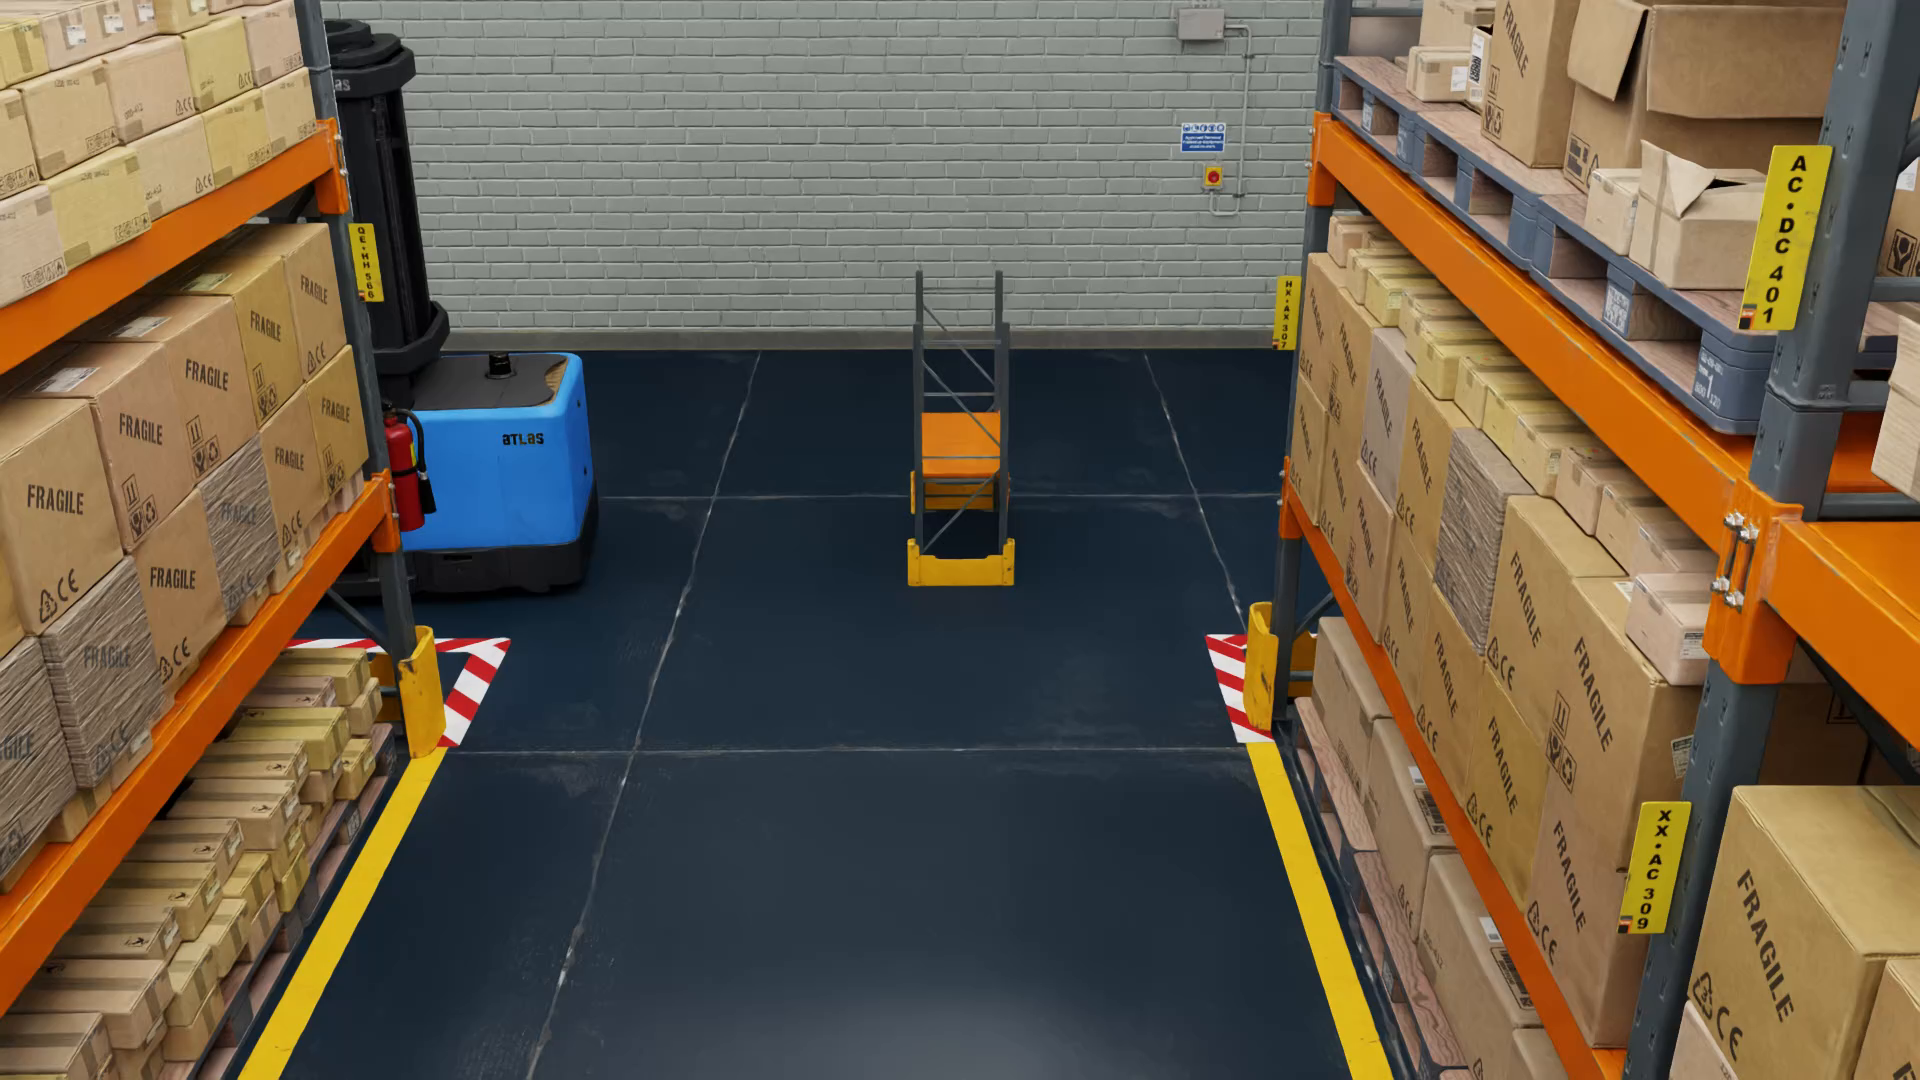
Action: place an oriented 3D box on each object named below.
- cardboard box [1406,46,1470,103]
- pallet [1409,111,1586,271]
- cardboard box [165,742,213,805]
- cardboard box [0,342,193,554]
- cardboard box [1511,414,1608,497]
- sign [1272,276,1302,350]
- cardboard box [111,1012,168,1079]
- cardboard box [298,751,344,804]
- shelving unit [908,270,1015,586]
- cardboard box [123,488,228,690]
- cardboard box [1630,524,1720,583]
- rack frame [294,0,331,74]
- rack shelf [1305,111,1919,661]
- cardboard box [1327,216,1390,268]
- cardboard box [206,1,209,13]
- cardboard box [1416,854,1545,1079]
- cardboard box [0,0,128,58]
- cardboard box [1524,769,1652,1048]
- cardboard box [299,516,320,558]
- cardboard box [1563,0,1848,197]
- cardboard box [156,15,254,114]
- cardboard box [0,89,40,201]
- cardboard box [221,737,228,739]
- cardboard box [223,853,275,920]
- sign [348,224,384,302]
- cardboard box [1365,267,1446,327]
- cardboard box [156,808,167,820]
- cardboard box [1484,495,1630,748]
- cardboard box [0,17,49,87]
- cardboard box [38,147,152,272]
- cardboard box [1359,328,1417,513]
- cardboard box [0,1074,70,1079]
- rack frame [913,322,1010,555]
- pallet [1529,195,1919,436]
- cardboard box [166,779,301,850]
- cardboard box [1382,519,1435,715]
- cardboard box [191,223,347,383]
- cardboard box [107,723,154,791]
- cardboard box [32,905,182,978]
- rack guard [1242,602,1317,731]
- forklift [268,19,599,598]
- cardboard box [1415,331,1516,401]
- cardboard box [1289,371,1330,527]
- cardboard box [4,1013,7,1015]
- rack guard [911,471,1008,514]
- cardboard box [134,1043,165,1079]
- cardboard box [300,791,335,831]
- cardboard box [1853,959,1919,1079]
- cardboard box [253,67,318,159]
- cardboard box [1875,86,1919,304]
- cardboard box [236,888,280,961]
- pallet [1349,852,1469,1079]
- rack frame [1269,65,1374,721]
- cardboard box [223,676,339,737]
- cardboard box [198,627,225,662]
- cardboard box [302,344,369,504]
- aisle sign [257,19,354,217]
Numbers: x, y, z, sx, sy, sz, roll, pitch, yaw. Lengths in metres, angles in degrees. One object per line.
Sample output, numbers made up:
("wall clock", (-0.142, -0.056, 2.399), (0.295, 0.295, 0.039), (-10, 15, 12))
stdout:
("cardboard box", (1.733, -1.578, 5.632), (0.380, 0.149, 0.250), (1, 24, 1))
("pallet", (1.986, -1.054, 4.909), (1.003, 0.211, 1.213), (0, 24, -1))
("cardboard box", (-3.210, 0.929, 6.645), (0.380, 0.149, 0.250), (0, 24, 0))
("cardboard box", (-2.714, -0.282, 5.038), (0.500, 0.500, 0.500), (-1, 24, -2))
("cardboard box", (1.727, -0.231, 4.499), (0.380, 0.149, 0.250), (0, 24, -1))
("sign", (1.396, -0.968, 7.104), (0.100, 0.325, 0.005), (0, 24, -1))
("cardboard box", (-2.748, 1.567, 5.235), (0.380, 0.149, 0.250), (1, 24, 2))
("cardboard box", (-2.699, 0.928, 6.646), (0.380, 0.149, 0.250), (-1, 24, -3))
("shelving unit", (0.001, -0.652, 9.371), (0.587, 1.500, 1.083), (0, 24, -1))
("cardboard box", (-2.724, 0.156, 5.284), (0.500, 0.500, 0.500), (1, 24, 2))
("cardboard box", (1.779, 0.079, 3.813), (0.380, 0.149, 0.250), (0, 24, 1))
("rack frame", (-2.997, -3.207, 5.922), (1.000, 3.000, 0.127), (0, 24, -1))
("rack shelf", (1.973, -0.753, 5.007), (1.077, 0.370, 4.000), (0, 24, -1))
("cardboard box", (1.679, -1.187, 6.613), (0.380, 0.149, 0.250), (0, 24, 1))
("cardboard box", (-2.791, -1.838, 5.626), (0.380, 0.149, 0.250), (-1, 24, -2))
("cardboard box", (2.085, 1.458, 5.485), (0.875, 0.438, 0.875), (-1, 24, -2))
("cardboard box", (-2.717, -1.518, 4.918), (0.380, 0.149, 0.250), (0, 24, 1))
("cardboard box", (1.734, 0.875, 4.054), (0.500, 0.500, 0.500), (0, 24, 0))
("cardboard box", (-2.728, -0.020, 6.460), (0.380, 0.149, 0.250), (0, 24, -1))
("cardboard box", (1.948, -1.096, 4.137), (0.797, 0.503, 0.637), (2, 24, 4))
("cardboard box", (-2.731, -1.601, 5.585), (0.500, 0.250, 0.500), (-1, 24, -2))
("cardboard box", (-2.711, -0.964, 4.177), (0.500, 0.250, 0.500), (0, 24, 0))
("cardboard box", (-3.312, 0.851, 7.178), (0.380, 0.149, 0.250), (0, 24, 1))
("cardboard box", (-2.696, 1.248, 5.941), (0.380, 0.149, 0.250), (1, 24, 2))
("sign", (-2.442, -1.140, 6.841), (0.100, 0.325, 0.005), (0, 24, -1))
("cardboard box", (1.662, -0.863, 5.897), (0.380, 0.149, 0.250), (-1, 24, -2))
("cardboard box", (-3.324, 1.167, 6.480), (0.380, 0.149, 0.250), (0, 24, 0))
("cardboard box", (1.716, 0.207, 4.318), (0.500, 0.500, 0.500), (-1, 24, -1))
("cardboard box", (-2.697, -1.304, 4.445), (0.380, 0.149, 0.250), (-1, 24, -2))
("cardboard box", (-2.697, -0.952, 4.758), (0.500, 0.250, 0.500), (1, 24, 2))
("cardboard box", (1.698, -0.415, 5.693), (0.500, 0.500, 0.500), (0, 24, -1))
("cardboard box", (-2.746, 1.650, 4.689), (0.380, 0.149, 0.250), (-1, 24, -1))
("rack frame", (0.006, -0.439, 8.900), (0.500, 1.500, 0.032), (0, 24, -1))
("pallet", (1.997, -0.553, 3.800), (1.003, 0.211, 1.213), (0, 24, -1))
("cardboard box", (-2.665, 1.007, 6.111), (0.380, 0.149, 0.250), (1, 24, 1))
("cardboard box", (1.713, 0.240, 5.458), (0.500, 0.500, 0.500), (1, 24, 1))
("cardboard box", (-2.743, -0.923, 6.455), (0.500, 0.500, 0.500), (-1, 24, -2))
("cardboard box", (-2.692, 0.628, 5.026), (0.380, 0.149, 0.250), (1, 24, 2))
("cardboard box", (-2.778, 1.326, 5.407), (0.380, 0.149, 0.250), (-1, 24, -3))
("rack guard", (1.951, 0.591, 7.836), (1.175, 0.500, 0.348), (0, 24, -1))
("forklift", (-3.611, -1.181, 8.805), (3.031, 2.935, 1.130), (-2, 24, -5))
("cardboard box", (1.653, -0.548, 5.199), (0.380, 0.149, 0.250), (-1, 24, -2))
("cardboard box", (1.670, -0.384, 6.838), (0.500, 0.500, 0.500), (0, 24, -1))
("cardboard box", (-3.221, 1.477, 5.433), (0.380, 0.149, 0.250), (-1, 24, -3))
("rack guard", (-0.005, -0.288, 10.083), (0.587, 0.250, 0.087), (0, 24, -1))
("cardboard box", (-2.784, 1.704, 5.293), (0.380, 0.149, 0.250), (-1, 24, -3))
("cardboard box", (-2.762, 1.064, 6.706), (0.380, 0.149, 0.250), (0, 24, -1))
("cardboard box", (1.746, 1.001, 2.561), (0.500, 0.500, 0.500), (0, 24, -1))
("cardboard box", (-2.728, -1.586, 6.159), (0.500, 0.250, 0.500), (-1, 24, -2))
("cardboard box", (2.199, -0.782, 3.447), (0.500, 0.500, 0.500), (0, 24, 0))
("cardboard box", (-2.698, 1.384, 6.001), (0.380, 0.149, 0.250), (0, 24, 0))
("pallet", (2.049, 1.563, 6.037), (1.003, 0.211, 1.213), (0, 24, -1))
("rack frame", (1.952, -0.538, 7.299), (1.000, 3.000, 0.127), (0, 24, -1))
("cardboard box", (-2.793, 0.683, 6.827), (0.380, 0.149, 0.250), (0, 24, 0))
("cardboard box", (-2.785, 0.305, 5.741), (0.380, 0.149, 0.250), (-1, 24, -3))
("cardboard box", (-2.735, -0.471, 6.669), (0.500, 0.500, 0.500), (0, 24, 1))
("aisle sign", (-2.698, -1.690, 6.692), (0.394, 0.787, 0.004), (0, 24, -1))
